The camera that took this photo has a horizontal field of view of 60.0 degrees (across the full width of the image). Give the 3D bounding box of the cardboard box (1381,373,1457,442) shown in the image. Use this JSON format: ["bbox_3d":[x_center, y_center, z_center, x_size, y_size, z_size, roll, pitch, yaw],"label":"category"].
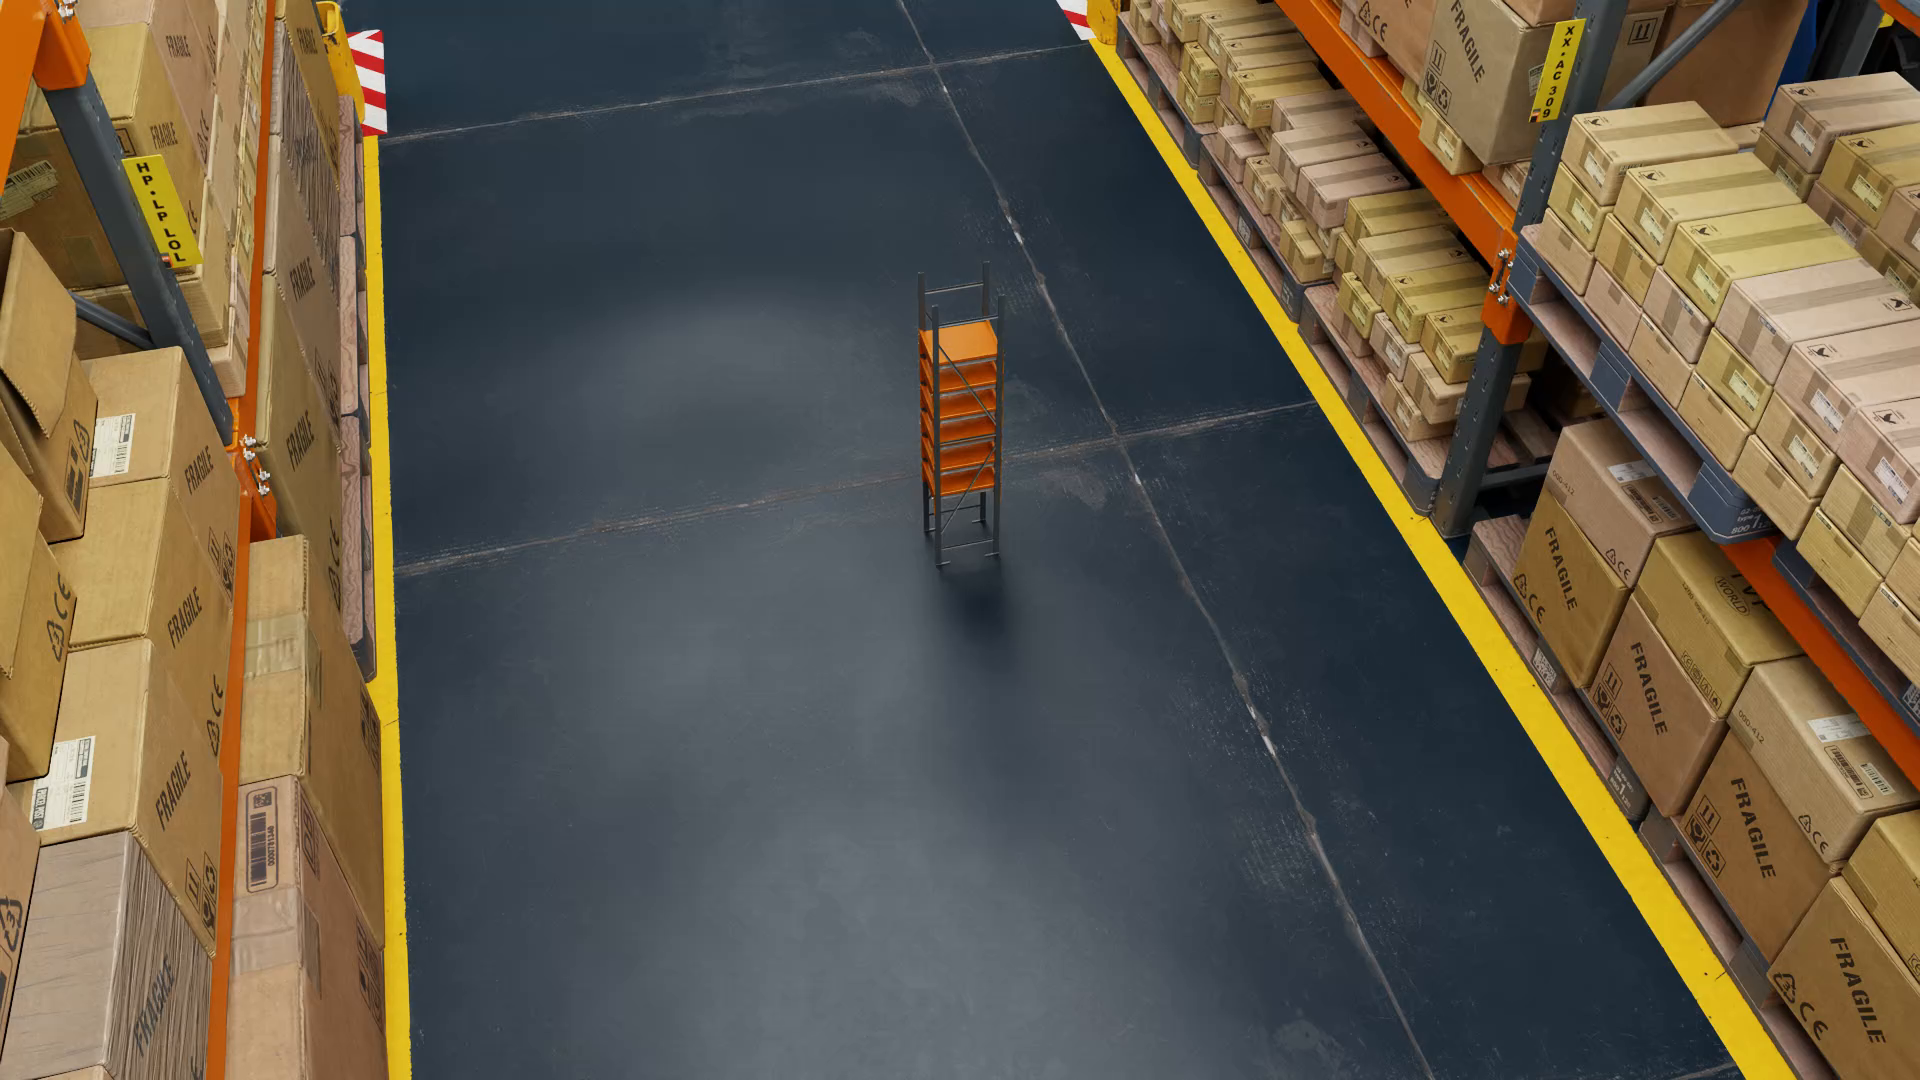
[{"bbox_3d":[1.853,-0.537,6.379,0.380,0.149,0.250,-10,46,-10],"label":"cardboard box"}]

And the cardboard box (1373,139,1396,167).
[{"bbox_3d":[1.987,-1.695,7.513,0.380,0.149,0.250,-9,46,-9],"label":"cardboard box"}]

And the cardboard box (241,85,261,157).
[{"bbox_3d":[-2.625,-1.415,5.712,0.380,0.149,0.250,-10,46,-10],"label":"cardboard box"}]

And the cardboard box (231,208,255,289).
[{"bbox_3d":[-2.428,-0.883,5.191,0.380,0.149,0.250,-9,46,-9],"label":"cardboard box"}]

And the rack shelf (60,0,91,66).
[{"bbox_3d":[-3.050,-2.522,5.024,1.077,0.370,4.000,-11,47,-10],"label":"rack shelf"}]

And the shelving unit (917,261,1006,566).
[{"bbox_3d":[0.004,-0.410,5.812,0.258,1.200,0.189,-11,47,-10],"label":"shelving unit"}]

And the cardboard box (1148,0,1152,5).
[{"bbox_3d":[1.144,-2.786,8.374,0.380,0.149,0.250,-9,46,-9],"label":"cardboard box"}]

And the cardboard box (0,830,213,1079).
[{"bbox_3d":[-1.770,0.944,3.154,0.500,0.500,0.500,-11,47,-10],"label":"cardboard box"}]

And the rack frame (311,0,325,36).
[{"bbox_3d":[-3.562,-3.104,7.192,1.000,3.000,0.127,-11,47,-10],"label":"rack frame"}]

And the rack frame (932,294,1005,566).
[{"bbox_3d":[0.027,-0.347,5.750,0.240,1.200,0.006,-11,47,-10],"label":"rack frame"}]

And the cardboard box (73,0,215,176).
[{"bbox_3d":[-2.532,-1.376,4.870,0.500,0.500,0.500,-11,47,-10],"label":"cardboard box"}]

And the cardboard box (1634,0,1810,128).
[{"bbox_3d":[2.399,-1.707,5.544,0.500,0.500,0.500,-11,47,-11],"label":"cardboard box"}]

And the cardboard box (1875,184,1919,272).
[{"bbox_3d":[2.708,-0.842,4.440,0.380,0.149,0.250,-12,47,-12],"label":"cardboard box"}]

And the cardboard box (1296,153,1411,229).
[{"bbox_3d":[1.616,-1.438,6.845,0.380,0.149,0.250,-13,47,-12],"label":"cardboard box"}]

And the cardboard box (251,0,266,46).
[{"bbox_3d":[-2.823,-1.947,6.234,0.380,0.149,0.250,-11,47,-10],"label":"cardboard box"}]

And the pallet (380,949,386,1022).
[{"bbox_3d":[-2.268,1.152,4.973,1.003,0.211,1.213,-11,47,-10],"label":"pallet"}]

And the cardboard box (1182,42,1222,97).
[{"bbox_3d":[1.269,-2.237,7.836,0.380,0.149,0.250,-9,46,-9],"label":"cardboard box"}]

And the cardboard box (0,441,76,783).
[{"bbox_3d":[-2.202,0.187,3.194,0.797,0.503,0.637,-10,46,-10],"label":"cardboard box"}]

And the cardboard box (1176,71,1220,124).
[{"bbox_3d":[1.259,-2.138,7.947,0.380,0.149,0.250,-10,46,-10],"label":"cardboard box"}]

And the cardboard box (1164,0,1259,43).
[{"bbox_3d":[1.192,-2.509,7.894,0.380,0.149,0.250,-11,47,-10],"label":"cardboard box"}]

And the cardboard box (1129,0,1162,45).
[{"bbox_3d":[1.083,-2.670,8.469,0.380,0.149,0.250,-10,46,-10],"label":"cardboard box"}]

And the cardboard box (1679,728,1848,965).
[{"bbox_3d":[2.499,0.831,4.792,0.500,0.500,0.500,-10,46,-10],"label":"cardboard box"}]

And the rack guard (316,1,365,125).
[{"bbox_3d":[-3.568,-2.246,8.101,1.175,0.500,0.348,-11,47,-10],"label":"rack guard"}]

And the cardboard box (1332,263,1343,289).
[{"bbox_3d":[1.787,-1.107,6.937,0.380,0.149,0.250,-12,47,-11],"label":"cardboard box"}]

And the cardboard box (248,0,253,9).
[{"bbox_3d":[-2.922,-2.168,6.171,0.500,0.250,0.500,-12,47,-12],"label":"cardboard box"}]

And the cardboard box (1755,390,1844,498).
[{"bbox_3d":[2.212,-0.265,4.083,0.380,0.149,0.250,-9,46,-9],"label":"cardboard box"}]

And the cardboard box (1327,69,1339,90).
[{"bbox_3d":[1.949,-2.169,7.769,0.380,0.149,0.250,-10,46,-10],"label":"cardboard box"}]

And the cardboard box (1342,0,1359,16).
[{"bbox_3d":[1.628,-2.304,6.129,0.500,0.500,0.500,-11,47,-11],"label":"cardboard box"}]

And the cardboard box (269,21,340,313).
[{"bbox_3d":[-3.088,-1.452,6.767,0.875,0.875,0.875,-11,47,-10],"label":"cardboard box"}]

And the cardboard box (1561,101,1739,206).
[{"bbox_3d":[1.939,-1.091,4.684,0.380,0.149,0.250,-9,46,-8],"label":"cardboard box"}]

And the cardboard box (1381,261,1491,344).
[{"bbox_3d":[1.836,-0.904,6.322,0.380,0.149,0.250,-10,46,-10],"label":"cardboard box"}]

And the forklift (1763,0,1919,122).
[{"bbox_3d":[4.315,-2.237,6.390,1.130,2.935,3.031,-10,46,-9],"label":"forklift"}]

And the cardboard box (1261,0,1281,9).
[{"bbox_3d":[1.684,-2.692,8.282,0.380,0.149,0.250,-12,47,-11],"label":"cardboard box"}]

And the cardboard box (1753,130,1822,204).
[{"bbox_3d":[2.575,-1.104,4.906,0.380,0.149,0.250,-9,46,-9],"label":"cardboard box"}]

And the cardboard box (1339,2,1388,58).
[{"bbox_3d":[1.660,-1.964,6.251,0.380,0.149,0.250,-13,47,-12],"label":"cardboard box"}]

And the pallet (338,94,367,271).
[{"bbox_3d":[-3.282,-1.591,7.661,1.003,0.211,1.213,-11,47,-10],"label":"pallet"}]

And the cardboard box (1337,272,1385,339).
[{"bbox_3d":[1.728,-0.959,6.583,0.380,0.149,0.250,-12,47,-12],"label":"cardboard box"}]

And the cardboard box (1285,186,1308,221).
[{"bbox_3d":[1.625,-1.511,7.124,0.380,0.149,0.250,-13,47,-12],"label":"cardboard box"}]

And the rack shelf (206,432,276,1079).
[{"bbox_3d":[-2.026,1.290,3.389,1.077,0.370,4.000,-11,47,-10],"label":"rack shelf"}]

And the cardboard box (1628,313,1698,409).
[{"bbox_3d":[2.076,-0.519,4.540,0.380,0.149,0.250,-10,46,-10],"label":"cardboard box"}]

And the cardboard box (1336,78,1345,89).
[{"bbox_3d":[1.925,-2.072,7.466,0.380,0.149,0.250,-12,47,-12],"label":"cardboard box"}]

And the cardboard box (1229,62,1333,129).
[{"bbox_3d":[1.420,-1.970,7.366,0.380,0.149,0.250,-10,46,-10],"label":"cardboard box"}]

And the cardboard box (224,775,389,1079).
[{"bbox_3d":[-2.125,1.309,4.061,1.225,0.875,0.875,-12,47,-12],"label":"cardboard box"}]

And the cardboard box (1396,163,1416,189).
[{"bbox_3d":[2.133,-1.629,7.240,0.380,0.149,0.250,-11,47,-11],"label":"cardboard box"}]

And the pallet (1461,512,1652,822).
[{"bbox_3d":[2.483,0.333,5.775,1.003,0.211,1.213,-11,47,-10],"label":"pallet"}]

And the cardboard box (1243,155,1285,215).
[{"bbox_3d":[1.492,-1.605,7.425,0.380,0.149,0.250,-11,47,-10],"label":"cardboard box"}]

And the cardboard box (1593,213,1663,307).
[{"bbox_3d":[2.007,-0.808,4.616,0.380,0.149,0.250,-12,47,-11],"label":"cardboard box"}]

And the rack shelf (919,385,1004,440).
[{"bbox_3d":[0.004,-0.463,5.758,0.258,0.103,0.180,-11,47,-10],"label":"rack shelf"}]

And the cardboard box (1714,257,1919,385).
[{"bbox_3d":[2.141,-0.549,4.153,0.380,0.149,0.250,-11,47,-11],"label":"cardboard box"}]

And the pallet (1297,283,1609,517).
[{"bbox_3d":[2.076,-0.661,6.750,1.003,0.211,1.213,-11,47,-10],"label":"pallet"}]

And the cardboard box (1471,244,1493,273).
[{"bbox_3d":[2.269,-1.180,6.591,0.380,0.149,0.250,-11,47,-11],"label":"cardboard box"}]

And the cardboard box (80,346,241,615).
[{"bbox_3d":[-2.154,-0.105,4.182,0.500,0.500,0.500,-11,47,-10],"label":"cardboard box"}]

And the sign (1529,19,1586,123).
[{"bbox_3d":[1.760,-1.378,4.894,0.100,0.325,0.005,-11,47,-10],"label":"sign"}]

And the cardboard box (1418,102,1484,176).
[{"bbox_3d":[1.812,-1.404,5.702,0.380,0.149,0.250,-12,47,-11],"label":"cardboard box"}]

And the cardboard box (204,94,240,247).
[{"bbox_3d":[-2.528,-1.111,5.135,0.500,0.250,0.500,-11,47,-11],"label":"cardboard box"}]

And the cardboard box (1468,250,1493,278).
[{"bbox_3d":[2.250,-1.062,6.684,0.380,0.149,0.250,-11,47,-11],"label":"cardboard box"}]

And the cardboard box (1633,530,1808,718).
[{"bbox_3d":[2.355,0.211,4.874,0.500,0.250,0.500,-10,46,-9],"label":"cardboard box"}]

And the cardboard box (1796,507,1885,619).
[{"bbox_3d":[2.278,0.018,4.014,0.380,0.149,0.250,-11,47,-11],"label":"cardboard box"}]

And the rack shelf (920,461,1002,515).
[{"bbox_3d":[0.004,-0.211,6.015,0.258,0.103,0.180,-11,47,-10],"label":"rack shelf"}]

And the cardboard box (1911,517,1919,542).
[{"bbox_3d":[2.343,-0.013,3.628,0.380,0.149,0.250,-9,46,-9],"label":"cardboard box"}]
